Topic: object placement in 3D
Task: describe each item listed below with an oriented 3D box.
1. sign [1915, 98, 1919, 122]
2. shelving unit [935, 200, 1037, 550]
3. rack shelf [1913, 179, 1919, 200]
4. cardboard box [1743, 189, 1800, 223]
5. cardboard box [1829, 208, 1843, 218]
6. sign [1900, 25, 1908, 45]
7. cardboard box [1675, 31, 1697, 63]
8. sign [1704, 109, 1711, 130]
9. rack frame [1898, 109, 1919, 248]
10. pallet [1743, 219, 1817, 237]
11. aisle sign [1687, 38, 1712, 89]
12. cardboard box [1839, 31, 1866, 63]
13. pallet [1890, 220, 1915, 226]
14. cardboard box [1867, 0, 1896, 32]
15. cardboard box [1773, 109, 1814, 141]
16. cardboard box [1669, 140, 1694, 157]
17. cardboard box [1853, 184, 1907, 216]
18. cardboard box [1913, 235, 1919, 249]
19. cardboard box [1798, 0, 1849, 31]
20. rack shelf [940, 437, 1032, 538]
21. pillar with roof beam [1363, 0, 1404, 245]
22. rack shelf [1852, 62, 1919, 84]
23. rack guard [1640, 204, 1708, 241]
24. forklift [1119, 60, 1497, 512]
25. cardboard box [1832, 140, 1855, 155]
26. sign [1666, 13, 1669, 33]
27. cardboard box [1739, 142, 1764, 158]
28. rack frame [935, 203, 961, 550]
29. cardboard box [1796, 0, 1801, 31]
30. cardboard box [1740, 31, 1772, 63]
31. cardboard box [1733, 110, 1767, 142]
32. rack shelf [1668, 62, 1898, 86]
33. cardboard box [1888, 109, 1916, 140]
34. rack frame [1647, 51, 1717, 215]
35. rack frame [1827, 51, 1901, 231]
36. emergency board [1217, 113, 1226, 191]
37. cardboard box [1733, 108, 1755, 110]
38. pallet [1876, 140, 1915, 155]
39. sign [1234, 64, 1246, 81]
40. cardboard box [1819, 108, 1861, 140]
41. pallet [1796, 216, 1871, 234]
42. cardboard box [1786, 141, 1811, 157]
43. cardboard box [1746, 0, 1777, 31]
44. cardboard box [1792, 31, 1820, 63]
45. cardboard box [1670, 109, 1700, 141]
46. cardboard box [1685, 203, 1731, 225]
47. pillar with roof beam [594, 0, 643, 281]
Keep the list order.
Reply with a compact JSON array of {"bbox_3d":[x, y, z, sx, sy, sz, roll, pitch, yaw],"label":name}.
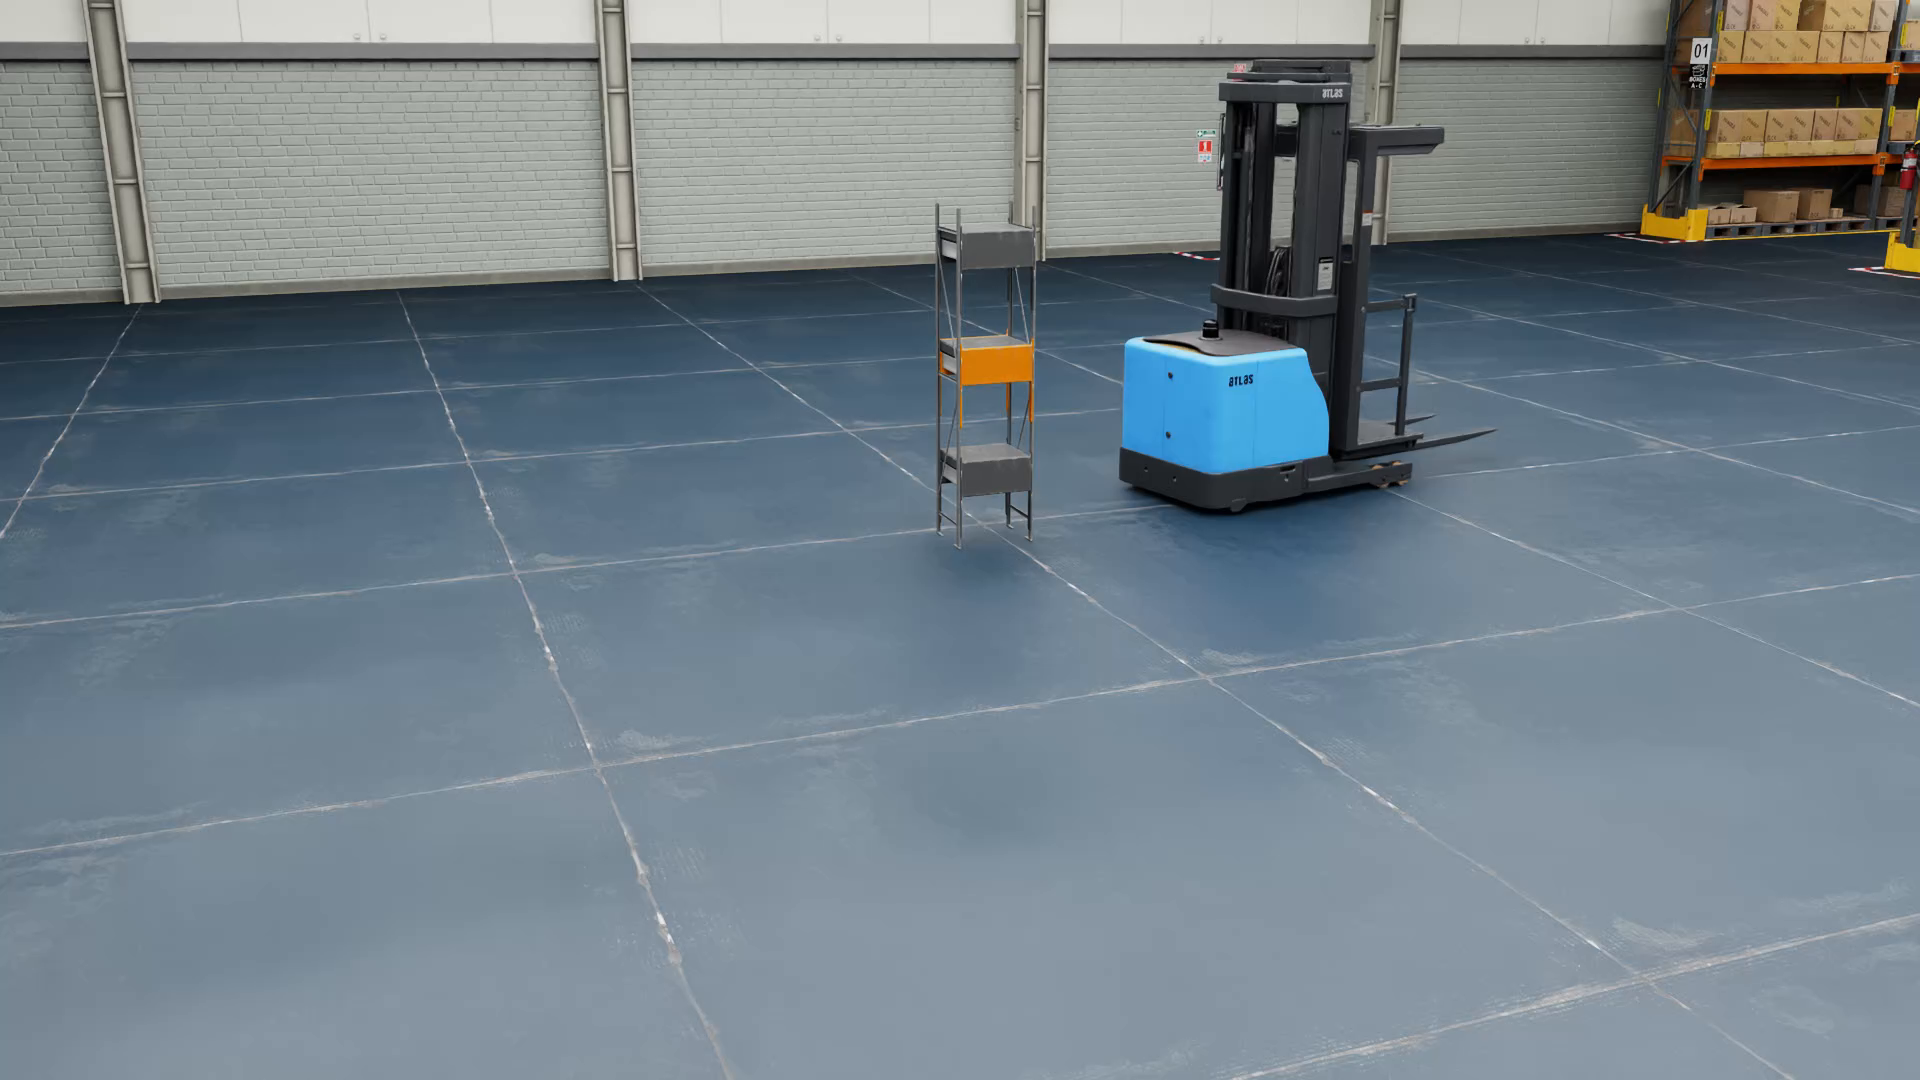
[{"bbox_3d":[13.493,-6.038,23.362,0.005,0.325,0.100,-6,17,-20],"label":"sign"},{"bbox_3d":[0.155,-1.024,10.359,0.503,2.100,0.431,-6,17,-20],"label":"shelving unit"},{"bbox_3d":[15.541,-5.082,23.856,4.000,0.370,1.077,-6,17,-20],"label":"rack shelf"},{"bbox_3d":[13.811,-5.704,28.355,0.500,0.500,0.700,-7,18,-24],"label":"cardboard box"},{"bbox_3d":[15.144,-5.721,29.005,0.250,0.166,0.380,-9,18,-27],"label":"cardboard box"},{"bbox_3d":[15.834,-8.477,27.899,0.005,0.325,0.100,-6,17,-20],"label":"sign"},{"bbox_3d":[12.197,-8.134,27.435,0.500,0.500,0.500,-5,17,-16],"label":"cardboard box"},{"bbox_3d":[12.092,-6.801,26.897,0.005,0.325,0.100,-6,17,-20],"label":"sign"},{"bbox_3d":[13.674,-5.225,23.068,0.127,3.000,1.000,-6,17,-20],"label":"rack frame"},{"bbox_3d":[13.877,-5.392,28.586,1.213,0.211,1.003,-6,17,-20],"label":"pallet"},{"bbox_3d":[11.938,-7.689,26.845,0.004,0.787,0.394,-6,17,-20],"label":"aisle sign"},{"bbox_3d":[14.773,-8.265,27.881,0.500,0.500,0.500,-8,18,-25],"label":"cardboard box"},{"bbox_3d":[17.501,-5.796,29.962,1.213,0.211,1.003,-6,17,-20],"label":"pallet"},{"bbox_3d":[15.262,-8.786,27.883,0.500,0.500,0.500,-8,18,-25],"label":"cardboard box"},{"bbox_3d":[13.879,-6.947,27.832,0.500,0.500,0.500,-6,17,-18],"label":"cardboard box"},{"bbox_3d":[12.265,-6.564,27.857,0.500,0.250,0.500,-6,17,-19],"label":"cardboard box"},{"bbox_3d":[16.314,-6.022,29.436,0.500,0.500,0.700,-6,17,-18],"label":"cardboard box"},{"bbox_3d":[14.069,-4.239,23.845,0.500,0.250,0.500,-6,17,-20],"label":"cardboard box"},{"bbox_3d":[14.270,-8.673,27.496,0.500,0.500,0.500,-7,18,-22],"label":"cardboard box"},{"bbox_3d":[0.155,-0.339,10.560,0.480,0.518,0.431,-6,17,-20],"label":"rack shelf"},{"bbox_3d":[8.180,-7.967,21.758,0.400,9.000,9.100,-6,17,-20],"label":"pillar with roof beam"},{"bbox_3d":[17.501,-8.227,29.243,4.000,0.370,1.077,-6,17,-20],"label":"rack shelf"},{"bbox_3d":[11.969,-5.336,27.883,0.348,0.500,1.175,-6,17,-20],"label":"rack guard"},{"bbox_3d":[2.647,-1.886,11.818,3.031,2.935,1.130,-10,19,-31],"label":"forklift"},{"bbox_3d":[14.831,-6.693,28.298,0.500,0.250,0.500,-6,17,-20],"label":"cardboard box"},{"bbox_3d":[11.718,-8.540,27.461,0.005,0.325,0.100,-6,17,-20],"label":"sign"},{"bbox_3d":[12.947,-6.487,27.597,0.500,0.250,0.500,-7,18,-22],"label":"cardboard box"},{"bbox_3d":[-0.073,-1.000,10.275,0.015,2.100,0.400,-6,17,-20],"label":"rack frame"},{"bbox_3d":[13.653,-8.767,27.819,0.500,0.500,0.500,-6,17,-20],"label":"cardboard box"},{"bbox_3d":[12.814,-8.038,27.108,0.500,0.500,0.500,-5,17,-16],"label":"cardboard box"},{"bbox_3d":[12.916,-6.842,27.473,0.500,0.500,0.500,-6,17,-20],"label":"cardboard box"},{"bbox_3d":[13.765,-7.824,27.870,4.000,0.370,1.077,-6,17,-20],"label":"rack shelf"},{"bbox_3d":[16.120,-7.233,28.946,0.500,0.500,0.700,-6,17,-20],"label":"cardboard box"},{"bbox_3d":[11.898,-6.528,27.505,0.127,3.000,1.000,-6,17,-20],"label":"rack frame"},{"bbox_3d":[15.633,-6.931,28.878,0.127,3.000,1.000,-6,17,-20],"label":"rack frame"},{"bbox_3d":[4.318,-5.982,25.646,0.643,1.169,0.194,-6,17,-20],"label":"emergency board"},{"bbox_3d":[13.217,-7.030,28.115,0.500,0.500,0.500,-7,18,-22],"label":"cardboard box"},{"bbox_3d":[16.399,-6.878,29.037,1.213,0.211,1.003,-6,17,-20],"label":"pallet"},{"bbox_3d":[4.275,-7.120,25.406,0.199,0.298,0.001,-6,17,-20],"label":"sign"},{"bbox_3d":[14.838,-7.048,28.175,0.500,0.500,0.500,-6,17,-20],"label":"cardboard box"},{"bbox_3d":[15.019,-5.516,29.009,1.213,0.211,1.003,-6,17,-20],"label":"pallet"},{"bbox_3d":[13.898,-6.588,27.938,0.500,0.250,0.500,-6,17,-20],"label":"cardboard box"},{"bbox_3d":[12.831,-8.517,26.966,0.500,0.500,0.500,-6,18,-21],"label":"cardboard box"},{"bbox_3d":[13.790,-8.151,27.493,0.500,0.500,0.500,-5,17,-17],"label":"cardboard box"},{"bbox_3d":[12.262,-6.929,27.770,0.500,0.500,0.500,-6,18,-21],"label":"cardboard box"},{"bbox_3d":[12.576,-5.495,27.978,0.500,0.311,0.500,-8,18,-26],"label":"cardboard box"},{"bbox_3d":[-3.026,-6.757,17.638,0.400,9.000,9.100,-6,17,-20],"label":"pillar with roof beam"}]
